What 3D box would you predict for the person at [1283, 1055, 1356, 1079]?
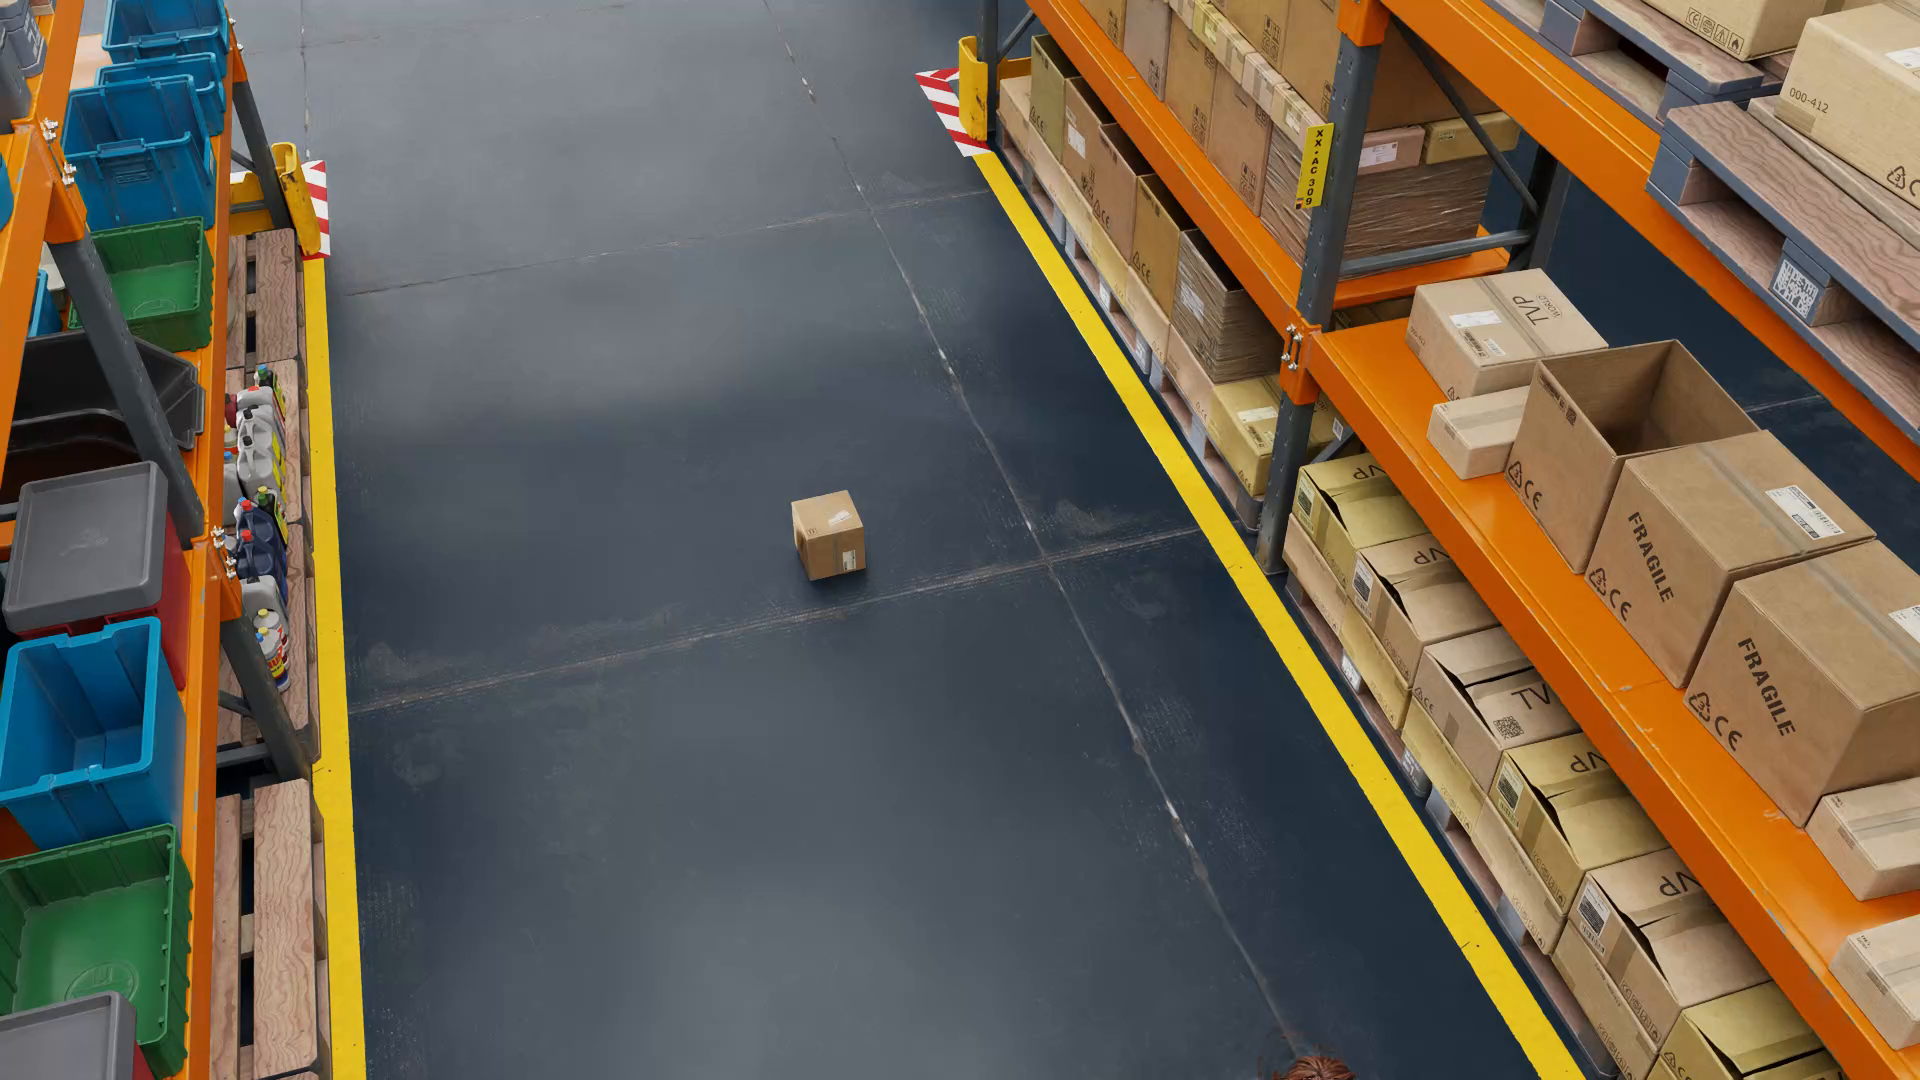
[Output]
[{"bbox_3d":[0.832,1.805,4.227,0.462,1.644,0.531,-15,45,-16],"label":"person"}]
